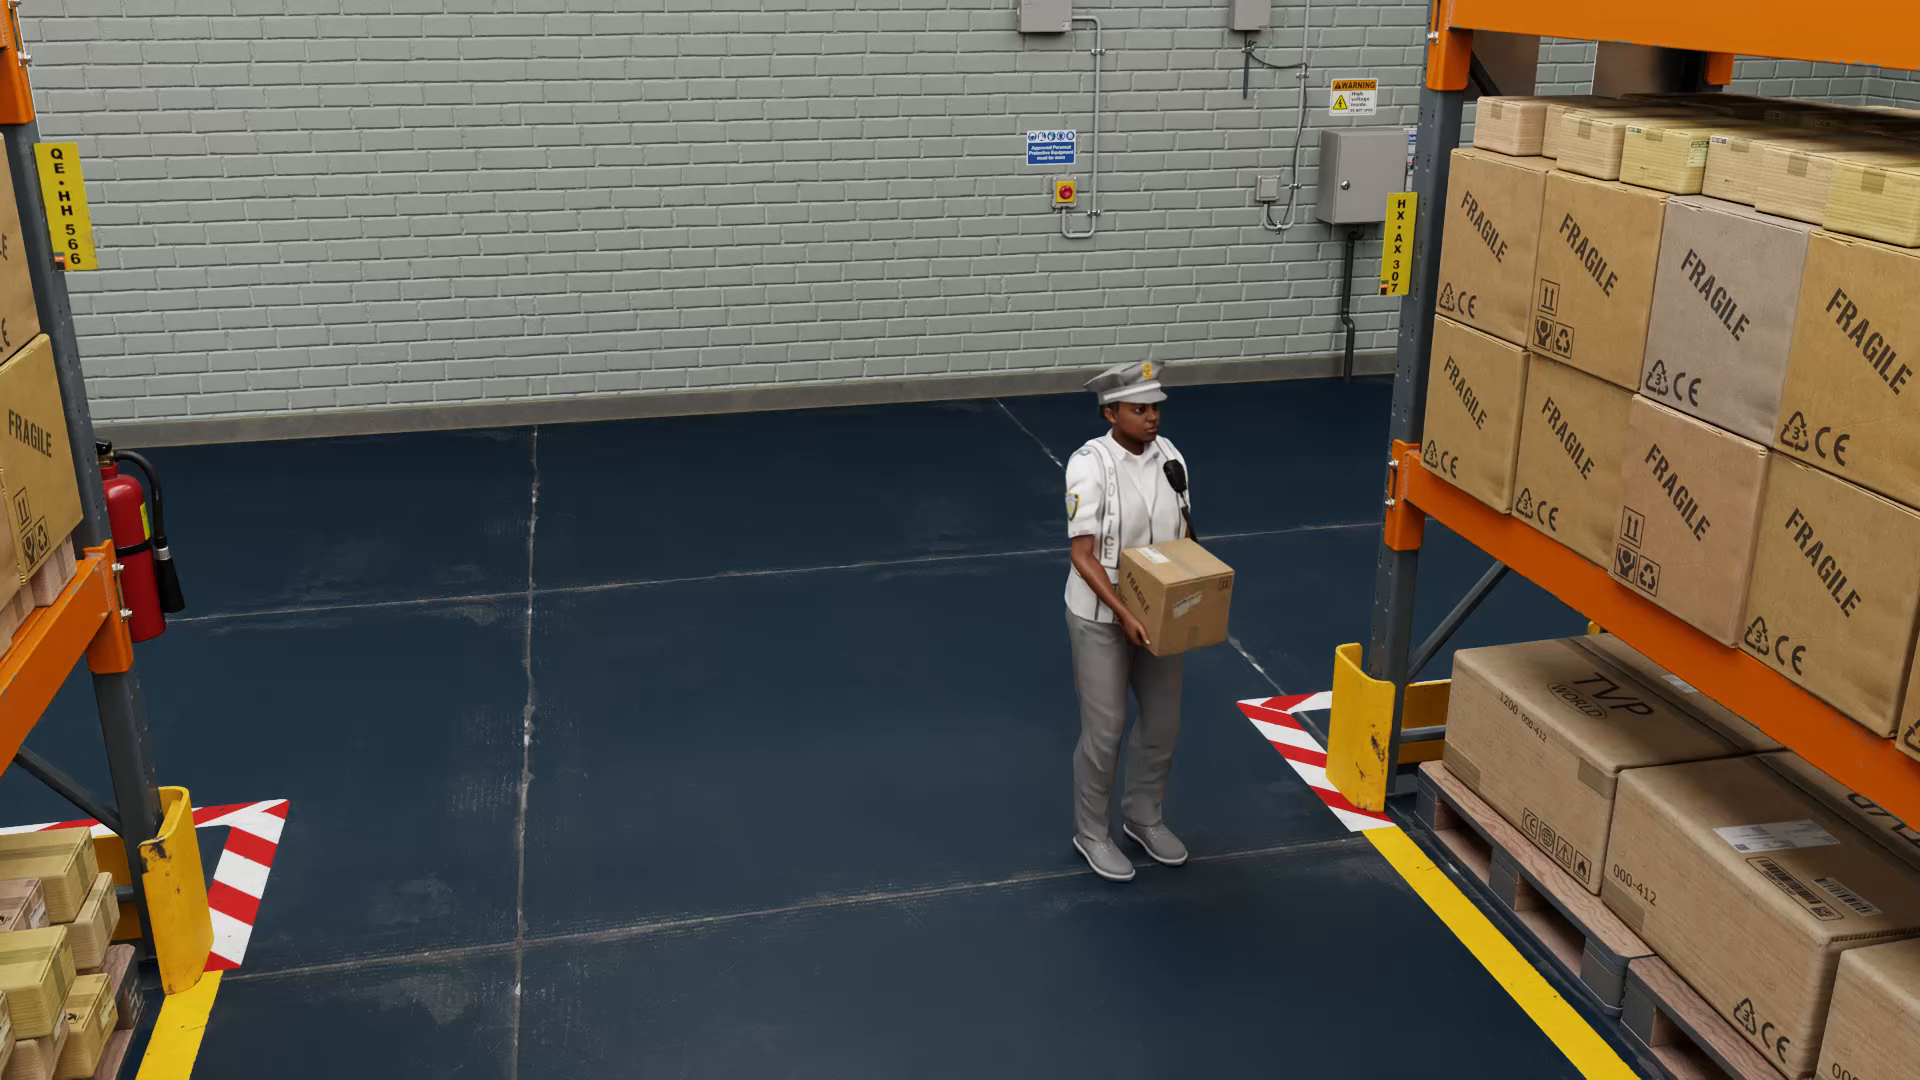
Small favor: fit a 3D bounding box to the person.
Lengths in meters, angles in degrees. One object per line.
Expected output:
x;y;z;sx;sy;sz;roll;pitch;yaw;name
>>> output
0.568;0.262;5.308;0.451;1.689;0.522;-10;22;-26;person
